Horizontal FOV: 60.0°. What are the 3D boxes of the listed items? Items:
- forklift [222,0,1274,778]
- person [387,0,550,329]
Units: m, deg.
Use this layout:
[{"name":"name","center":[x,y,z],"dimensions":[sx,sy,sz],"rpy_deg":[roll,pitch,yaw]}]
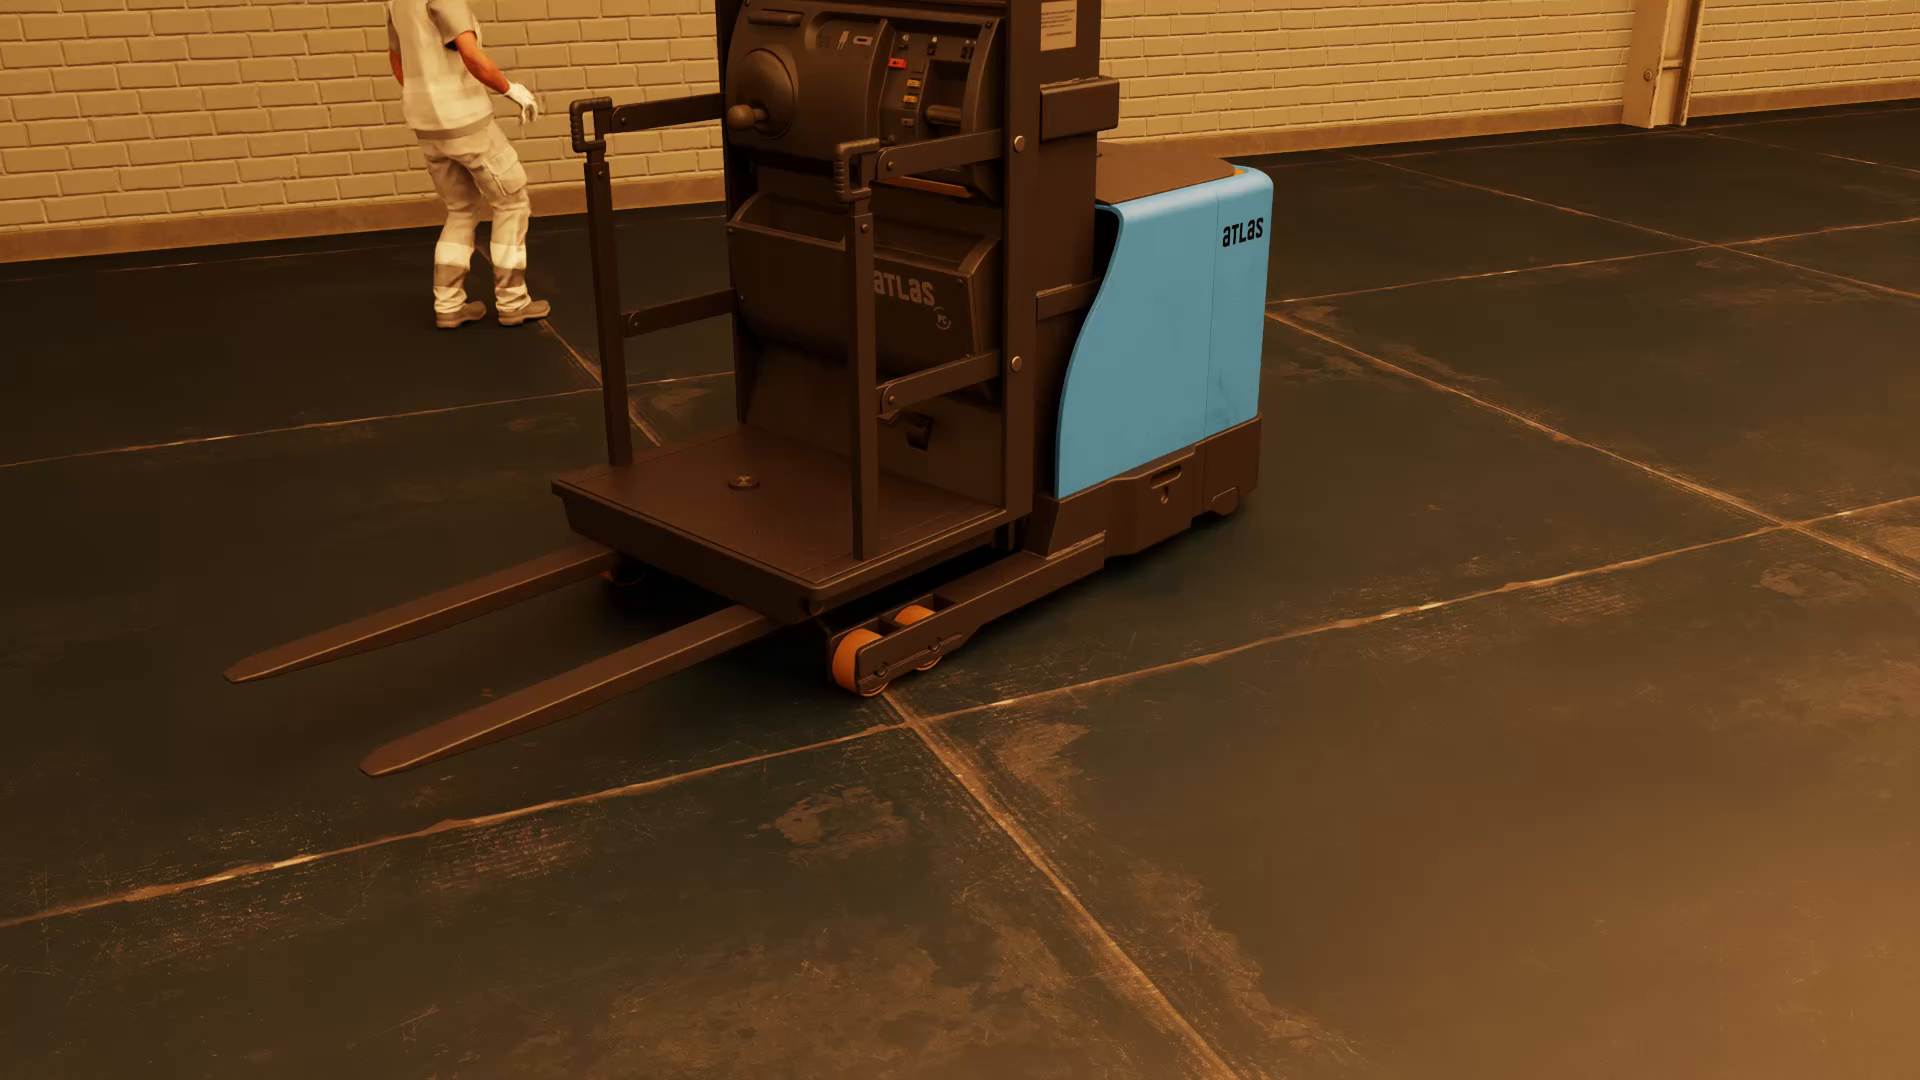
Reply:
[{"name":"forklift","center":[-0.413,-1.182,4.131],"dimensions":[1.130,2.935,3.031],"rpy_deg":[19,29,39]},{"name":"person","center":[-2.139,-1.794,7.168],"dimensions":[0.740,1.741,0.512],"rpy_deg":[16,28,34]}]
